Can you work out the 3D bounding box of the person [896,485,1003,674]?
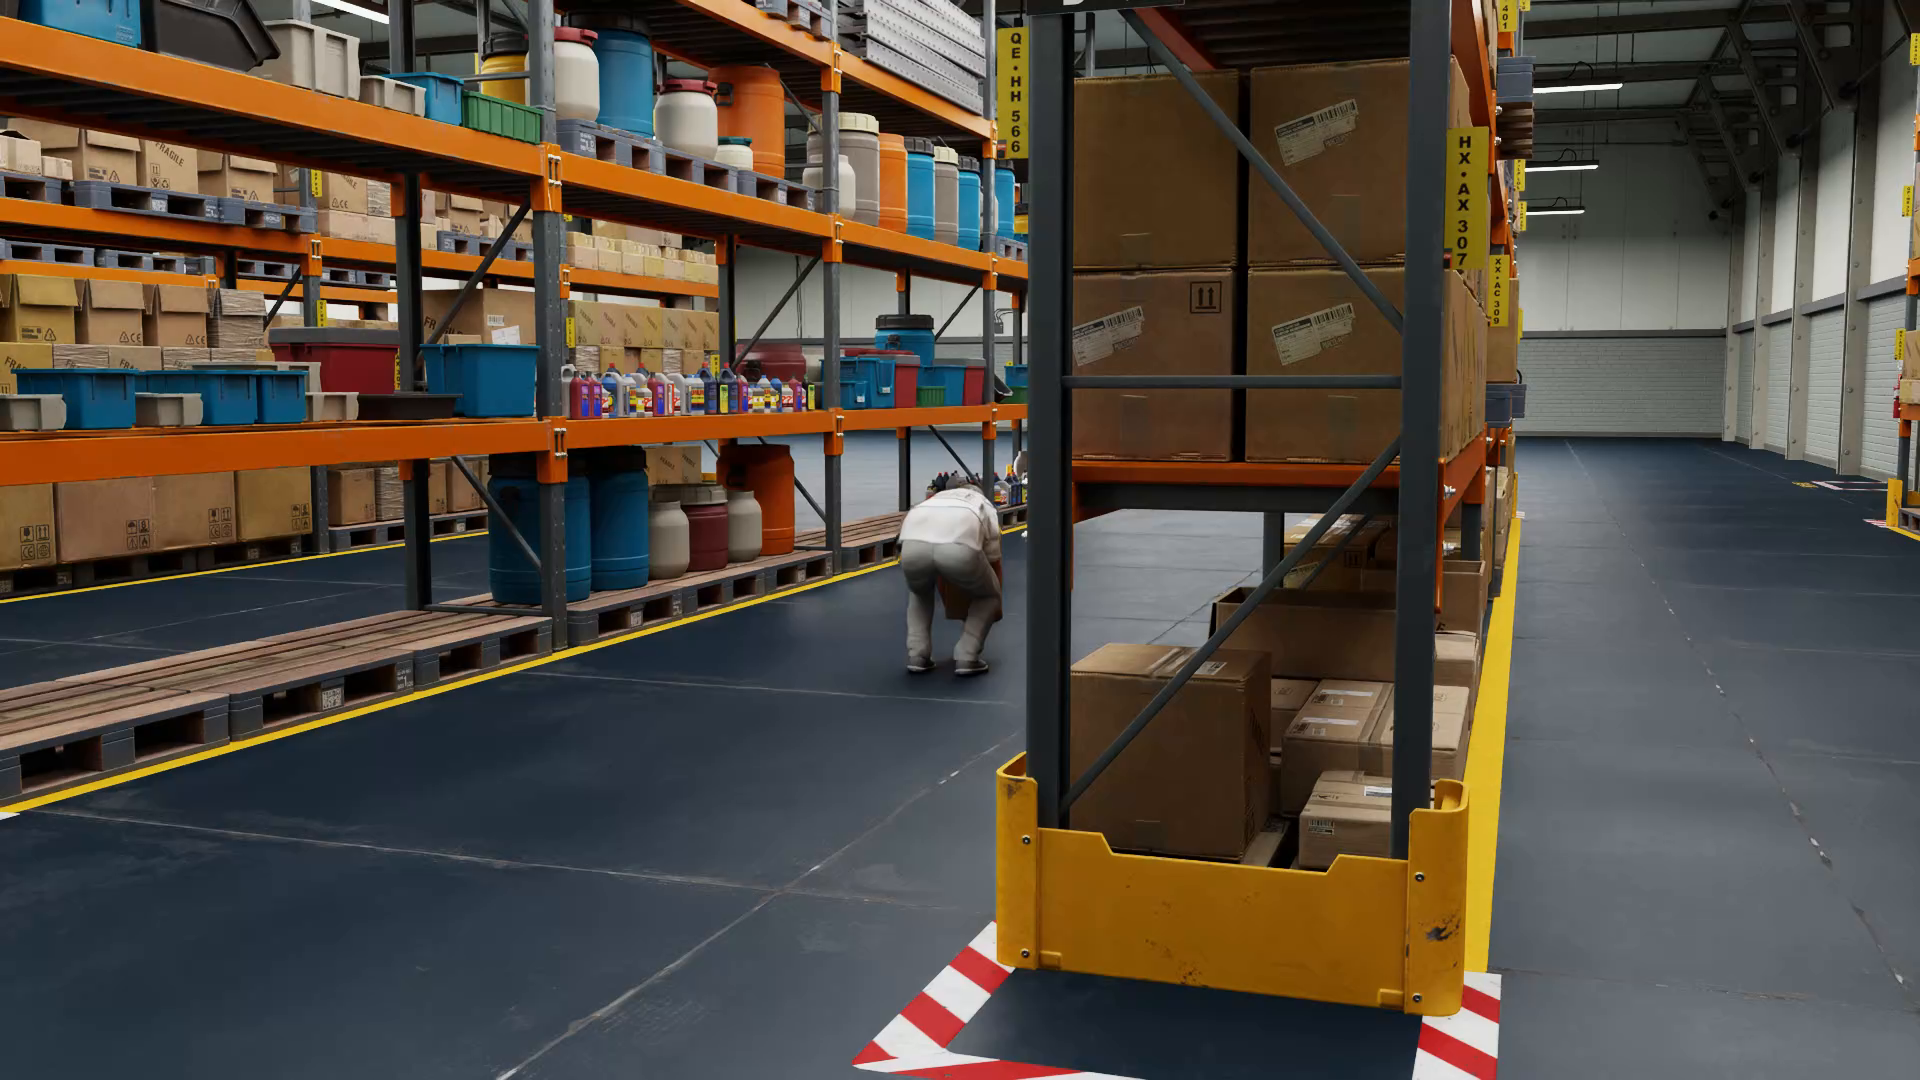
[{"bbox_3d":[-0.020,0.206,8.860,0.500,0.959,0.935,2,6,16],"label":"person"}]
